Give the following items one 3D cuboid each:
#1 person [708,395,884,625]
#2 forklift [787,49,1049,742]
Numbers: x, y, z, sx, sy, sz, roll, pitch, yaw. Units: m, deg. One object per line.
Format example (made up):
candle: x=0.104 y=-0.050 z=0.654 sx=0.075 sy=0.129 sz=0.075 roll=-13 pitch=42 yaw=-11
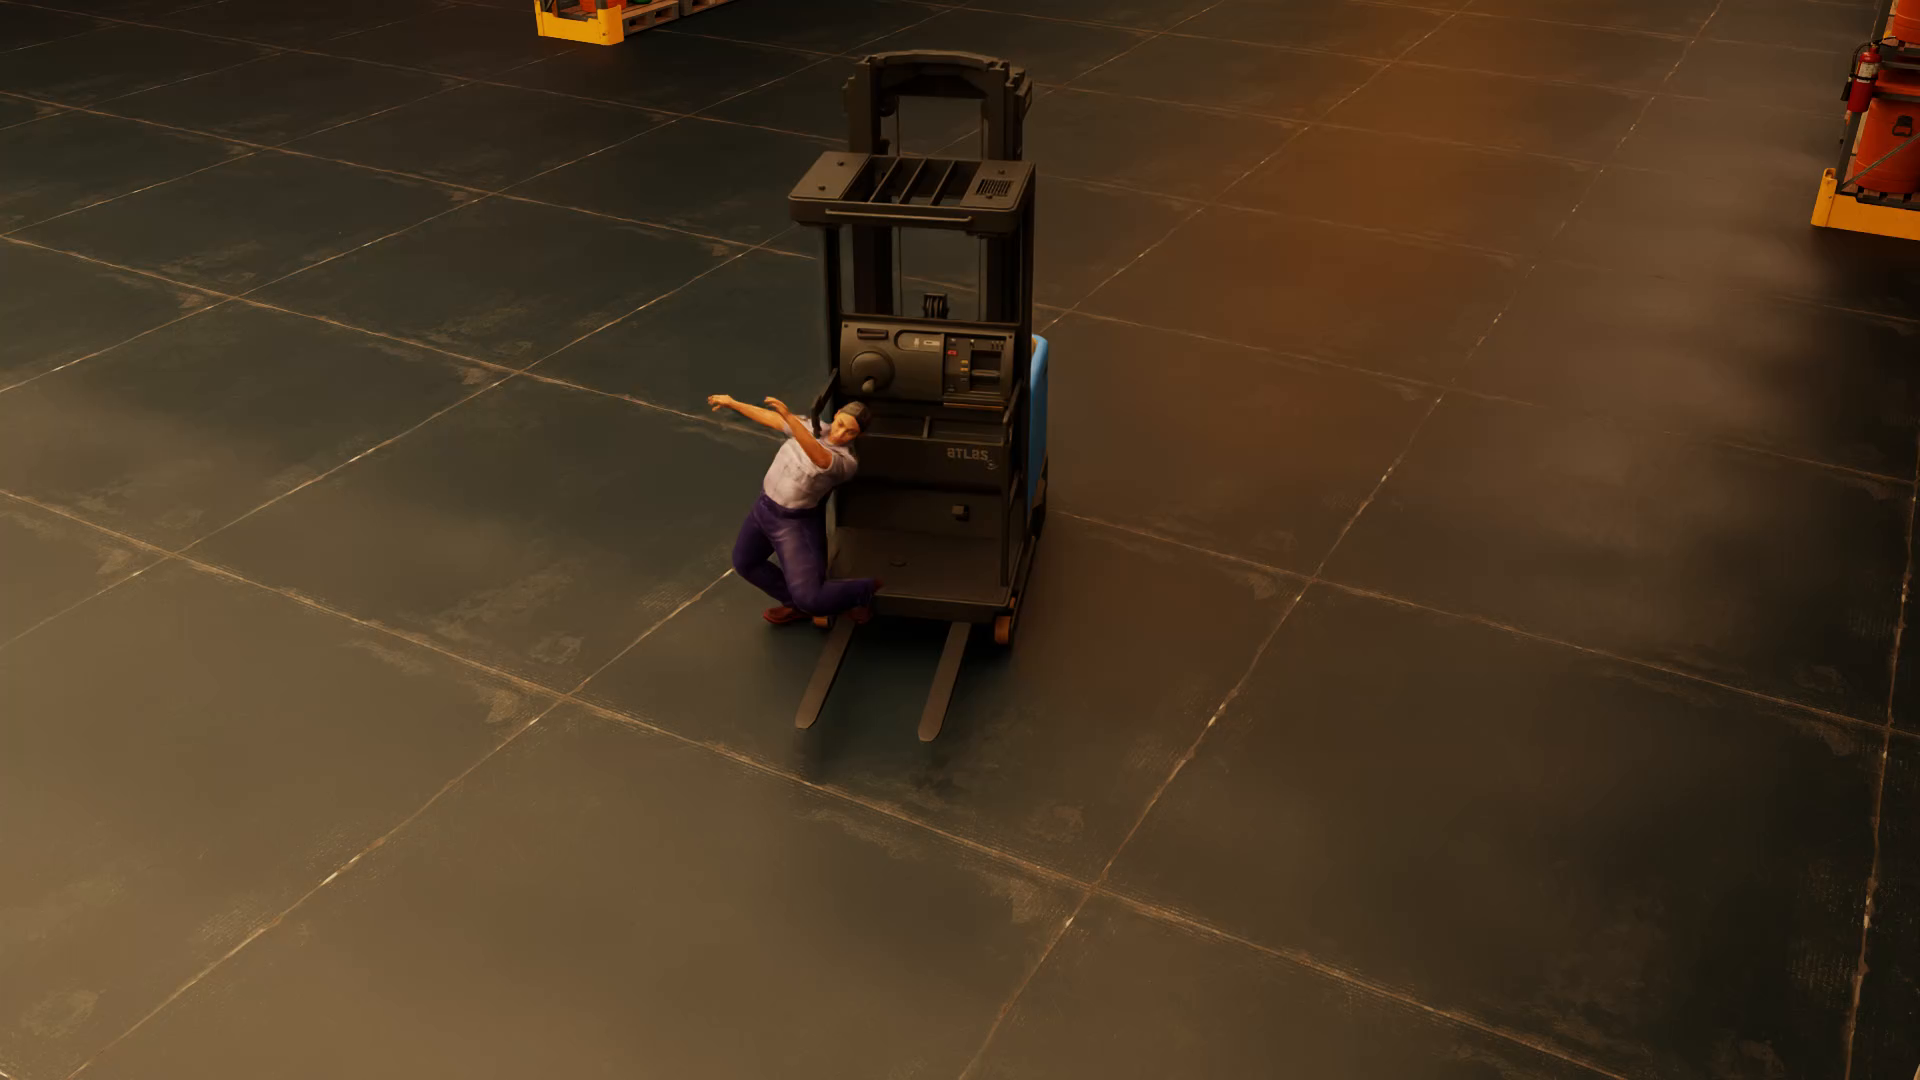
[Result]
person: x=-0.870 y=-0.212 z=8.807 sx=0.629 sy=1.513 sz=1.056 roll=-22 pitch=37 yaw=-33
forklift: x=-0.208 y=-0.893 z=8.619 sx=1.130 sy=2.935 sz=3.031 roll=5 pitch=30 yaw=8
